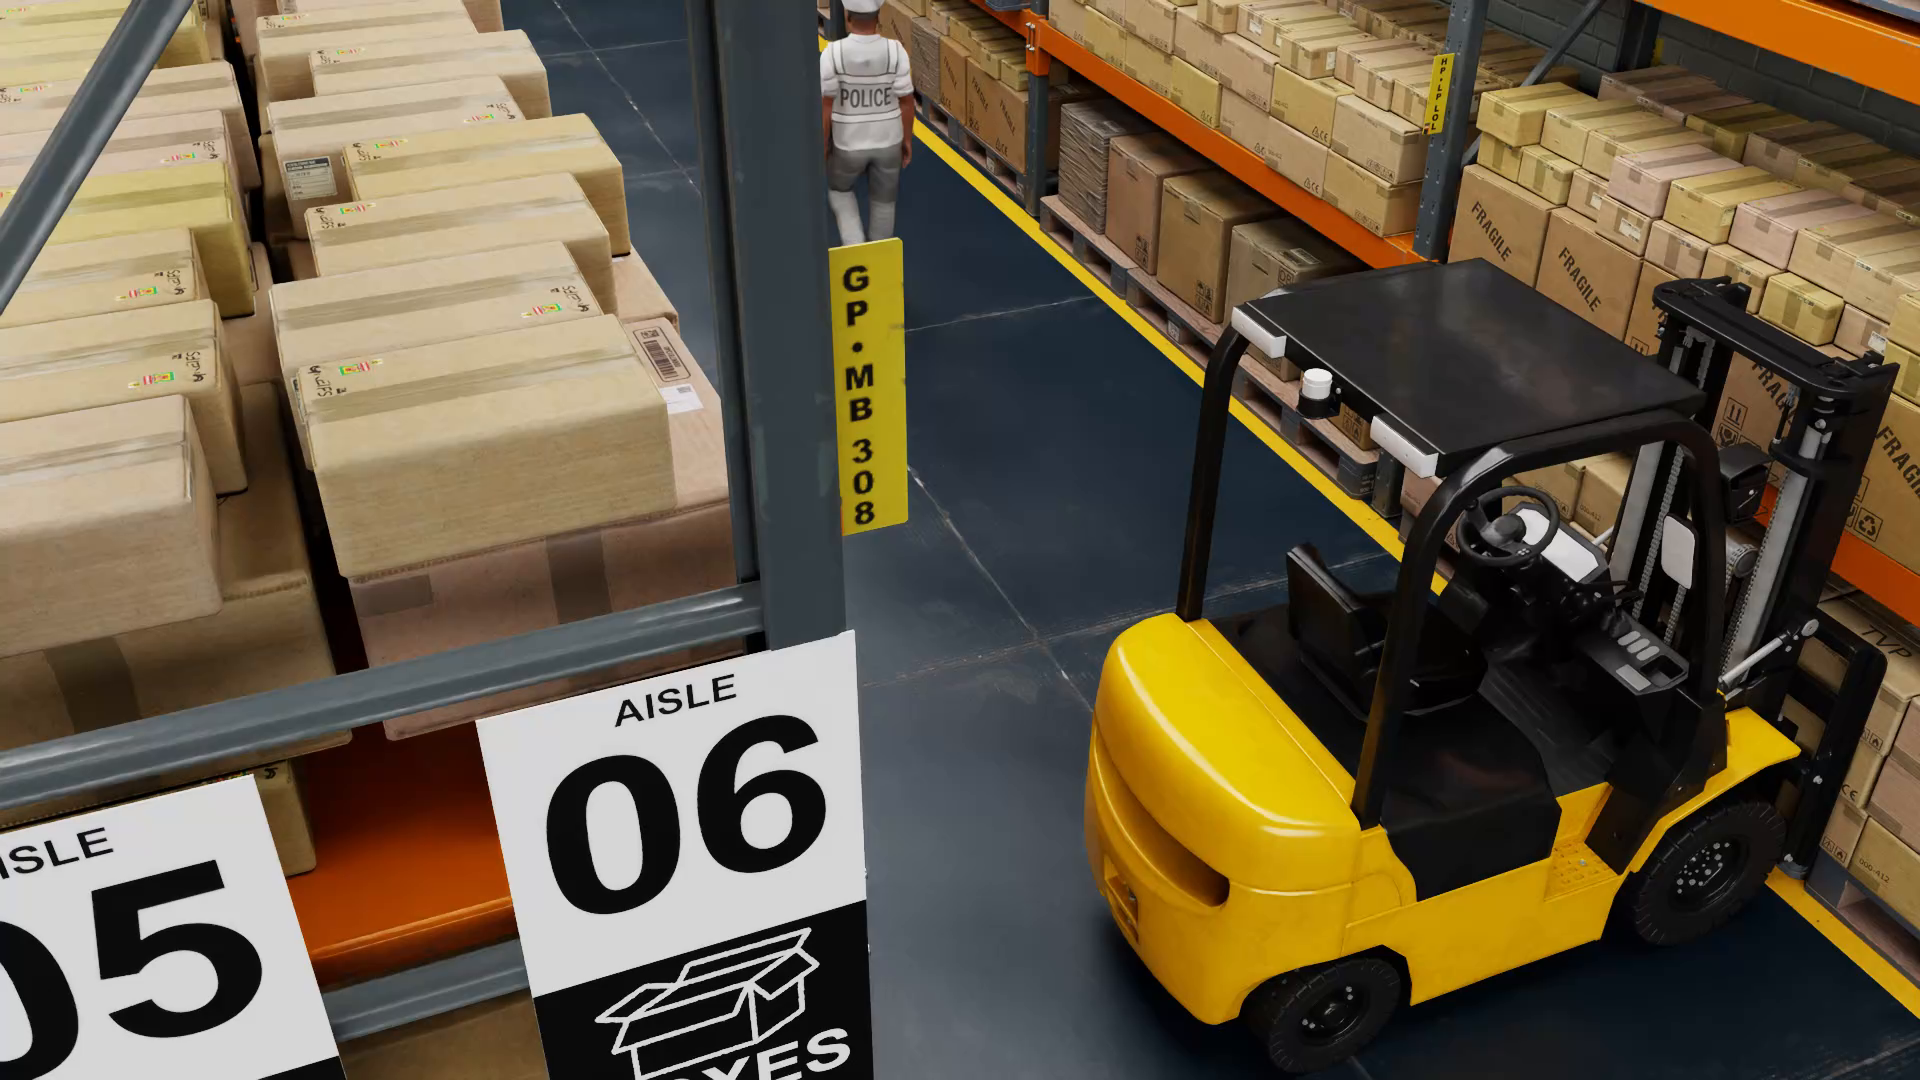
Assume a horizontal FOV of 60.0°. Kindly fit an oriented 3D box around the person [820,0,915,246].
[{"bbox_3d":[-0.547,-2.314,9.590,0.569,1.771,0.495,-4,33,-6],"label":"person"}]
